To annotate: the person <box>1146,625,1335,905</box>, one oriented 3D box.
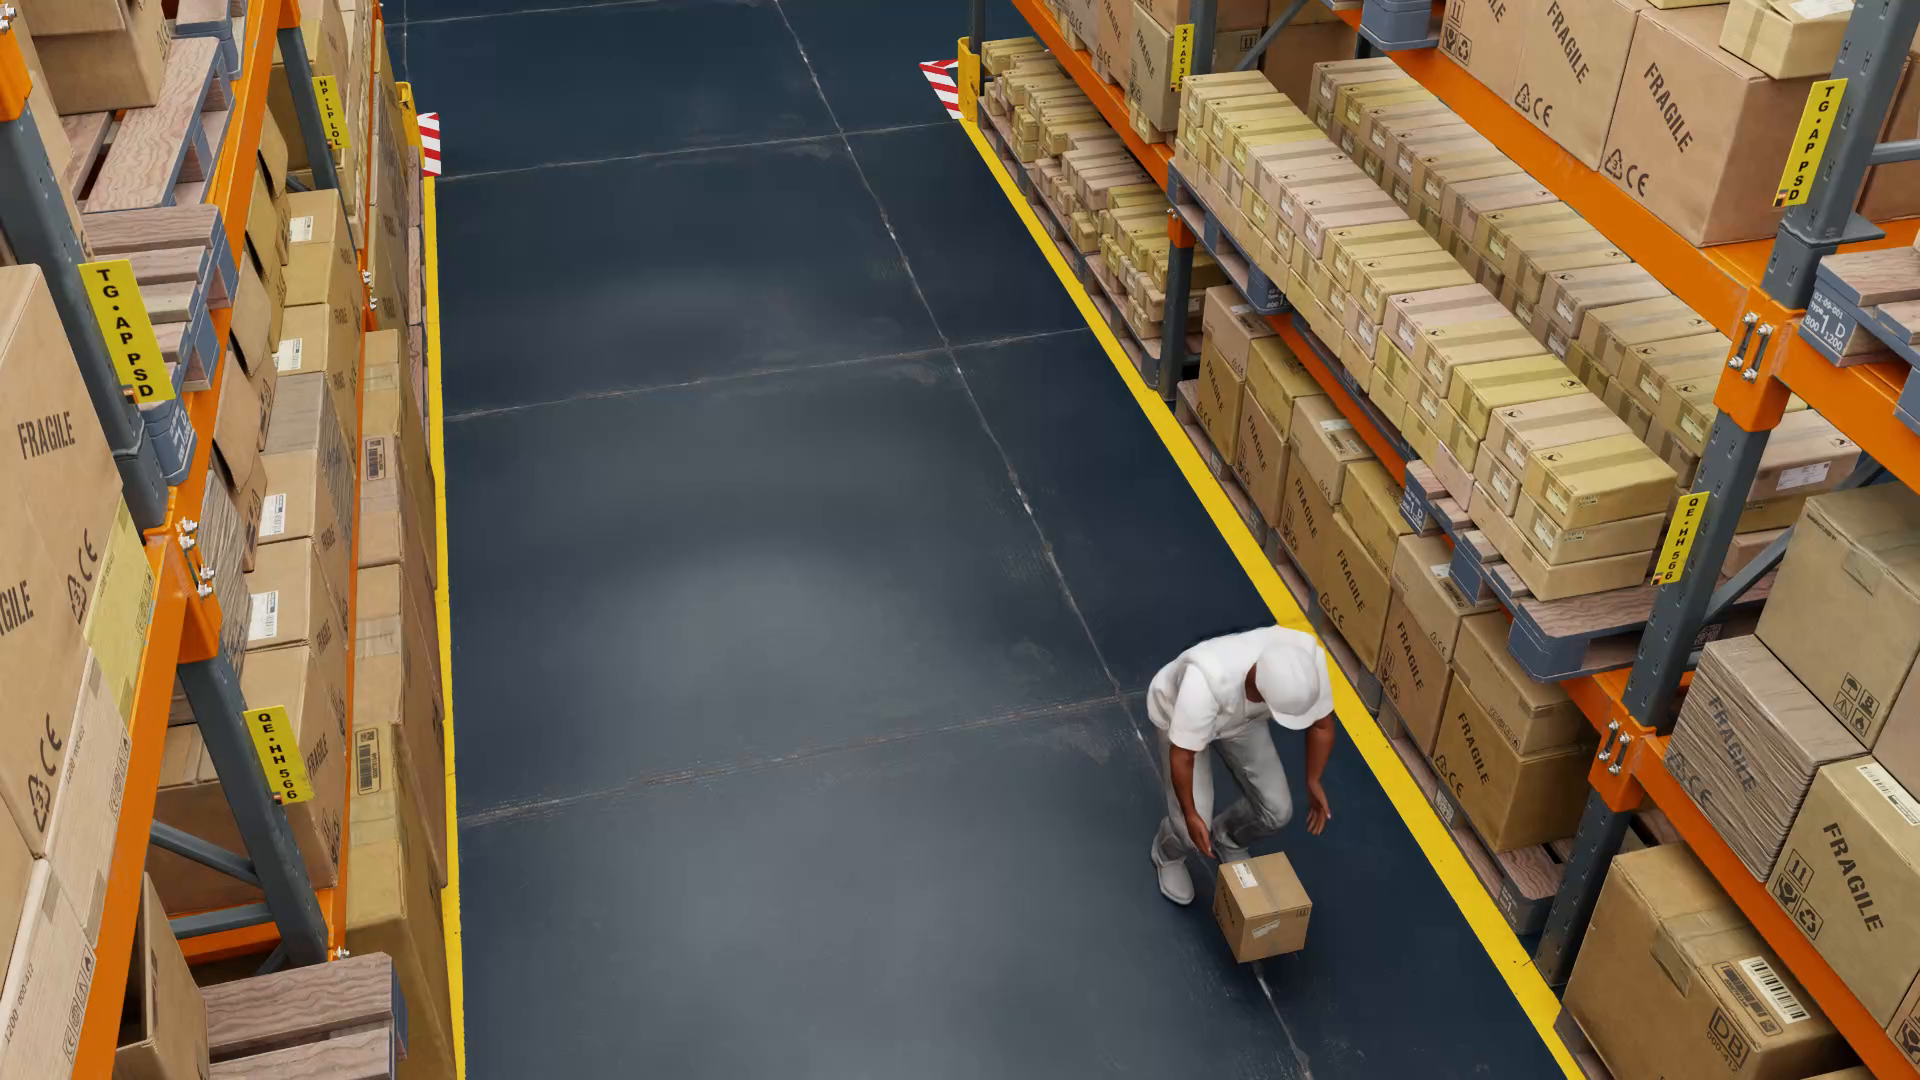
[{"bbox_3d":[1.004,0.761,6.018,0.632,1.401,0.762,-10,39,-12],"label":"person"}]
